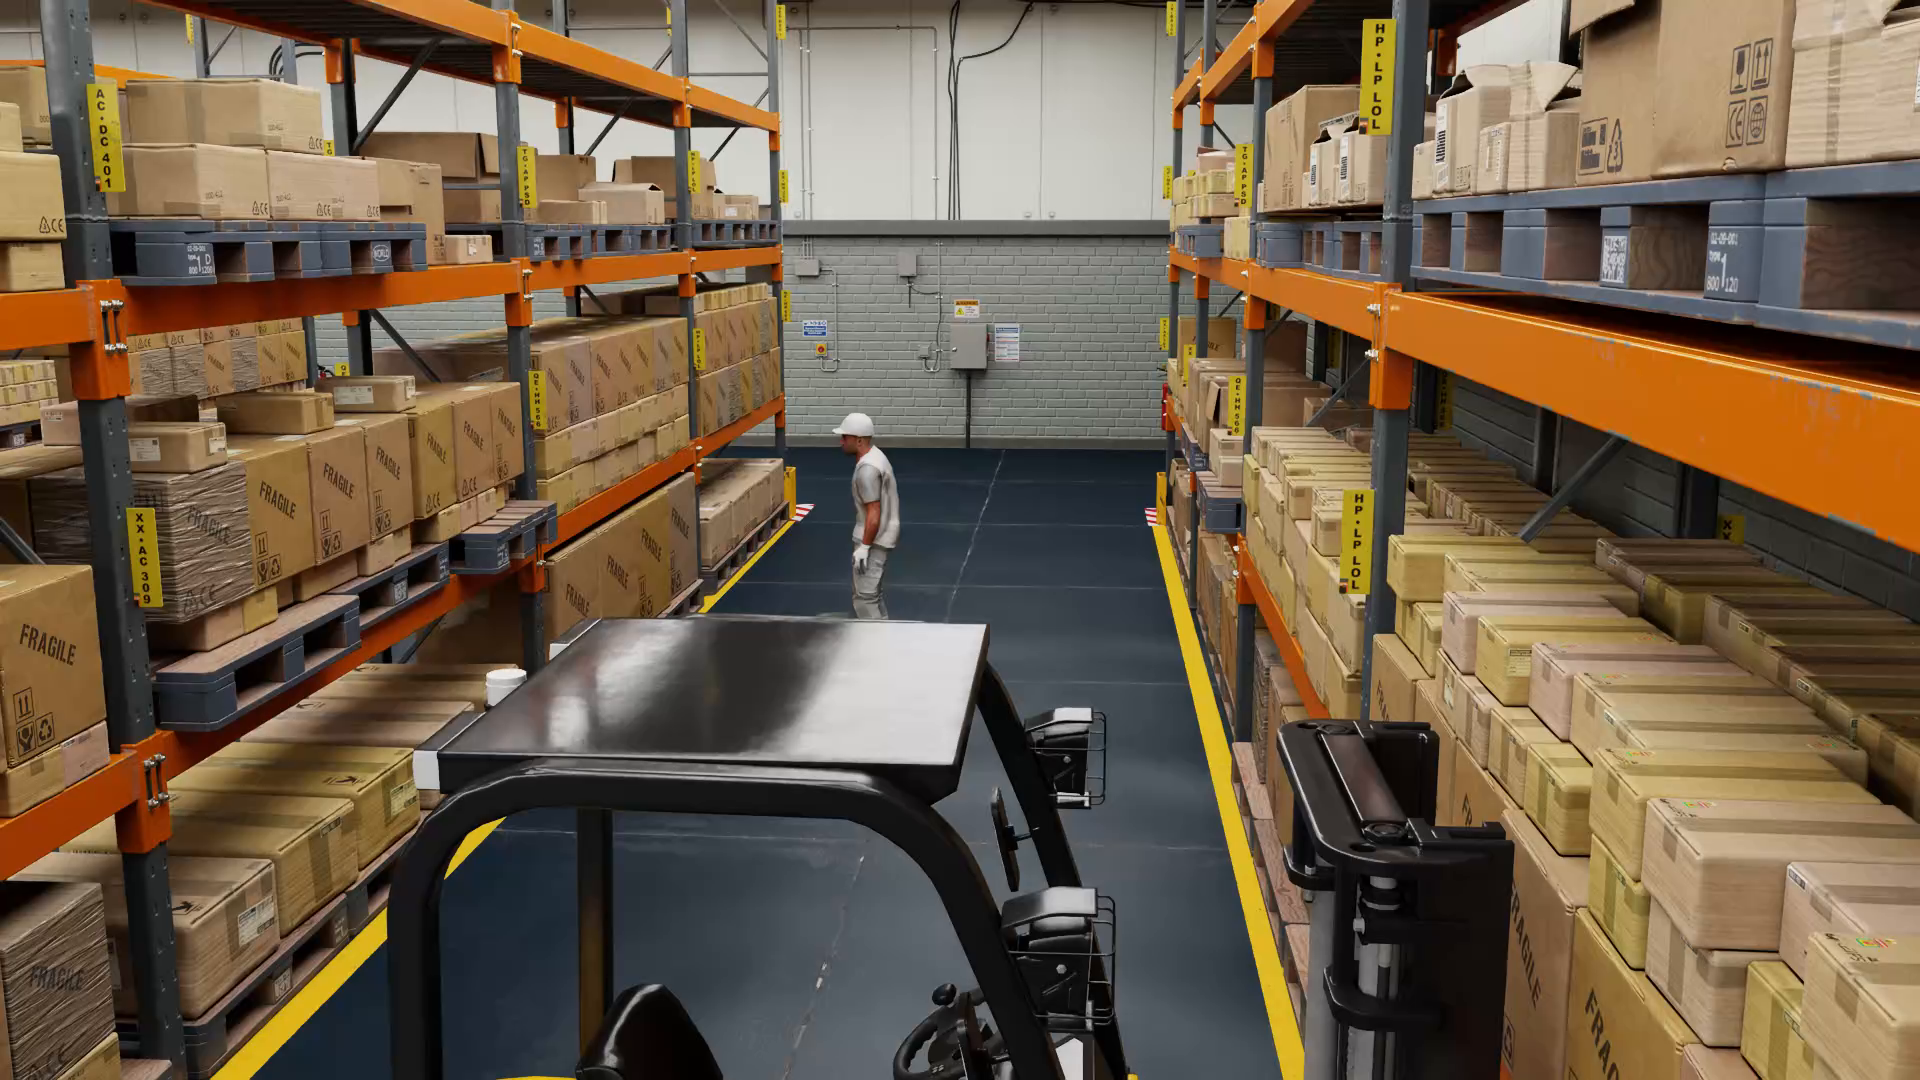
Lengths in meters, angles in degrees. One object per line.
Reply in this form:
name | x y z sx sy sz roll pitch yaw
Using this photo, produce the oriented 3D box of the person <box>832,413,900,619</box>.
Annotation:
person | -0.627 0.029 11.231 0.447 1.777 0.620 0 11 1
